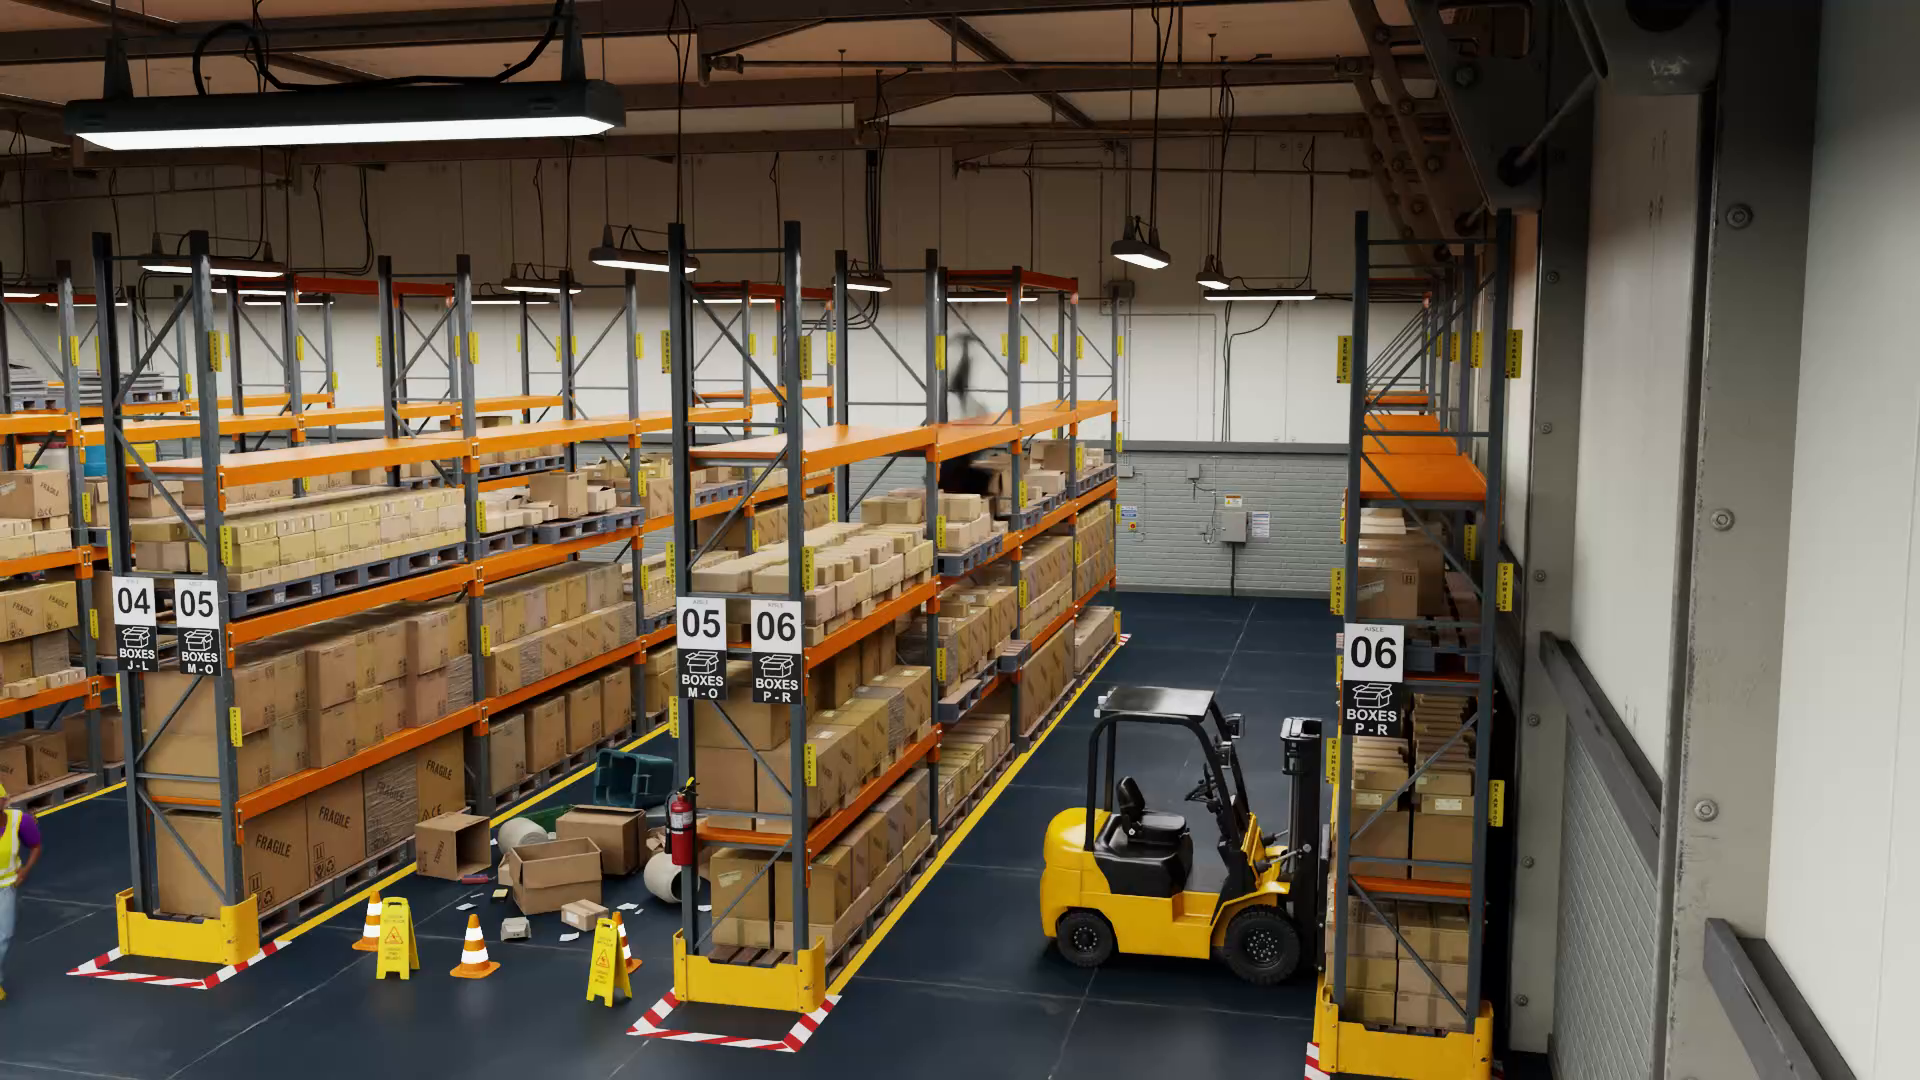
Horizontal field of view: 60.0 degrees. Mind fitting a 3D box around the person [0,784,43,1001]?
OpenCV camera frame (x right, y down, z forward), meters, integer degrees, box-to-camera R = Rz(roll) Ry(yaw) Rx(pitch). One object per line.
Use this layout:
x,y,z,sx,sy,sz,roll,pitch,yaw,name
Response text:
-7.689,2.733,13.222,0.730,1.726,0.723,-4,8,-30,person
